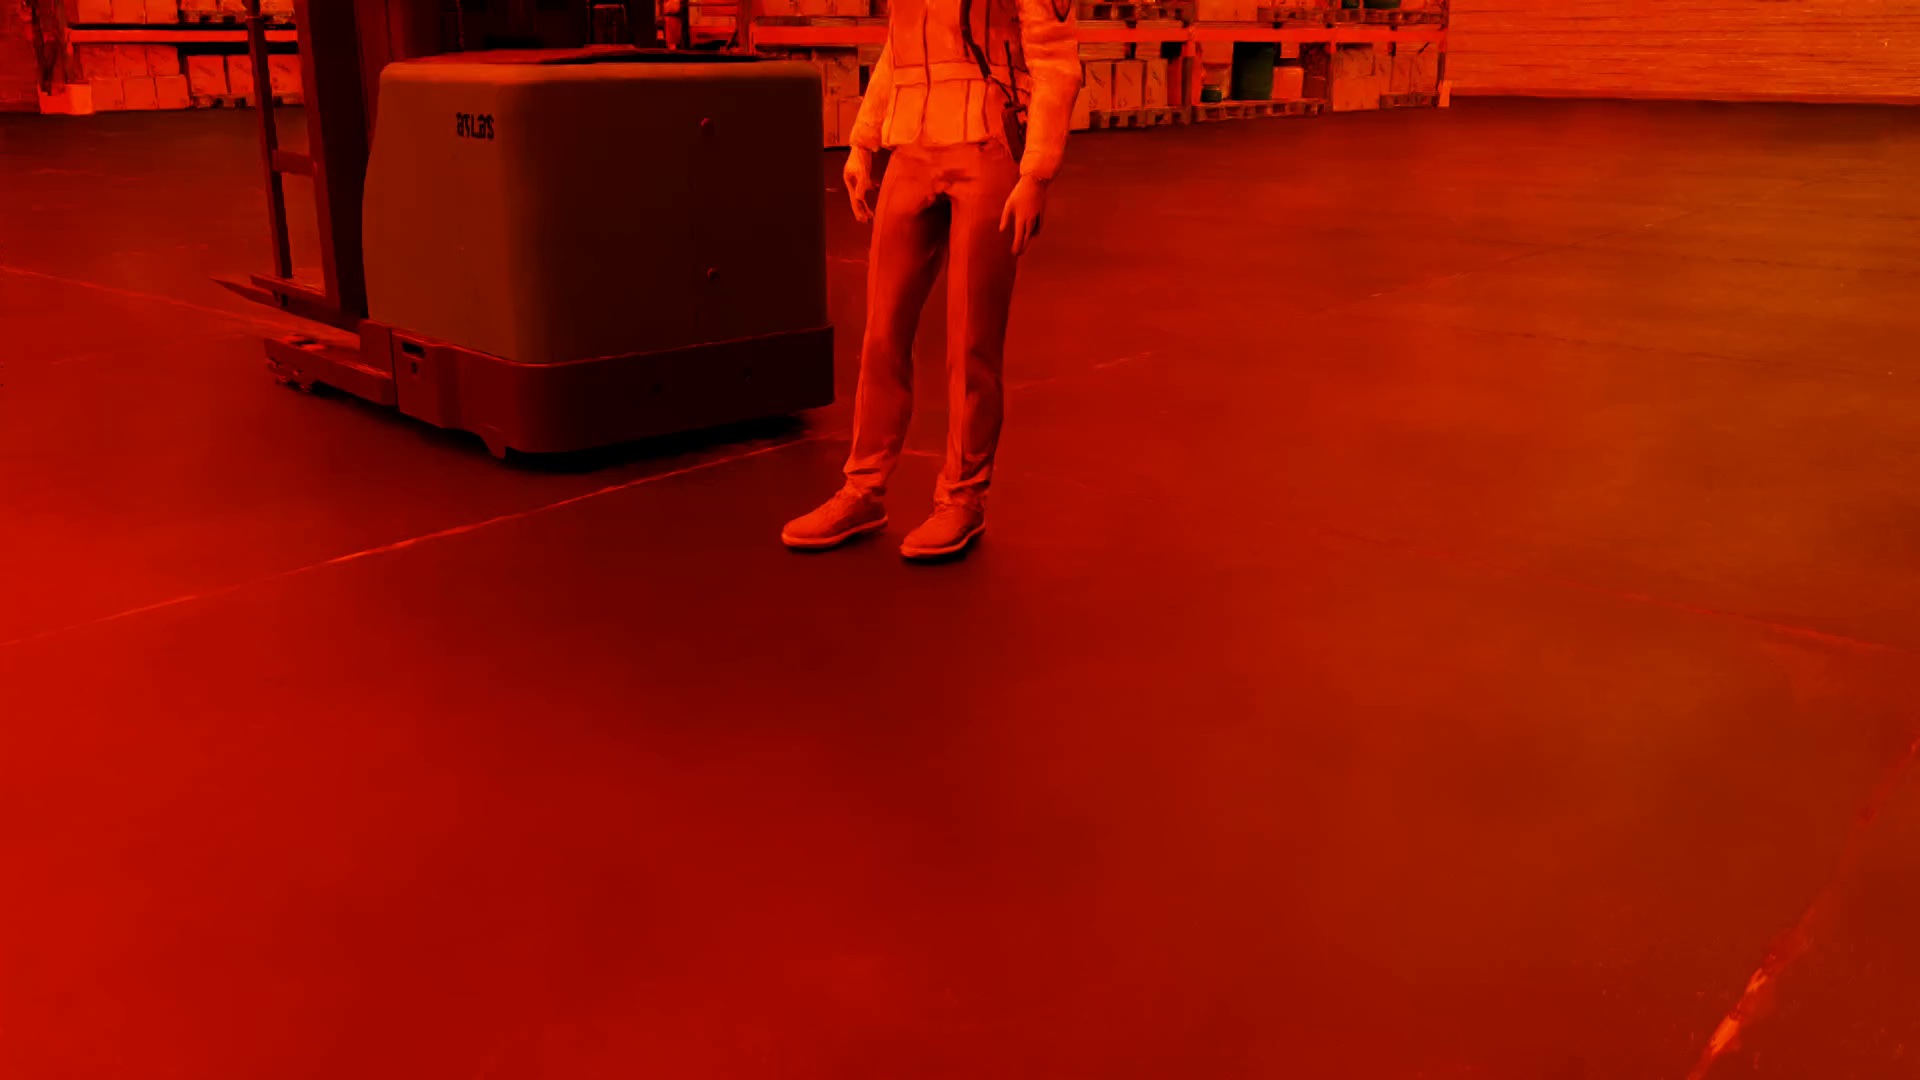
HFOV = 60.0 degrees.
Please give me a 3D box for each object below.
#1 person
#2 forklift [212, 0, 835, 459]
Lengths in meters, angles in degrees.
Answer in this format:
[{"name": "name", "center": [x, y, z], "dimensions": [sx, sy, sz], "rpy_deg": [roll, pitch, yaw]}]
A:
[{"name": "person", "center": [-0.048, -0.804, 3.648], "dimensions": [0.586, 1.695, 0.532], "rpy_deg": [13, 21, 37]}, {"name": "forklift", "center": [-1.738, -1.983, 5.428], "dimensions": [1.130, 2.935, 3.031], "rpy_deg": [-14, 22, -40]}]
